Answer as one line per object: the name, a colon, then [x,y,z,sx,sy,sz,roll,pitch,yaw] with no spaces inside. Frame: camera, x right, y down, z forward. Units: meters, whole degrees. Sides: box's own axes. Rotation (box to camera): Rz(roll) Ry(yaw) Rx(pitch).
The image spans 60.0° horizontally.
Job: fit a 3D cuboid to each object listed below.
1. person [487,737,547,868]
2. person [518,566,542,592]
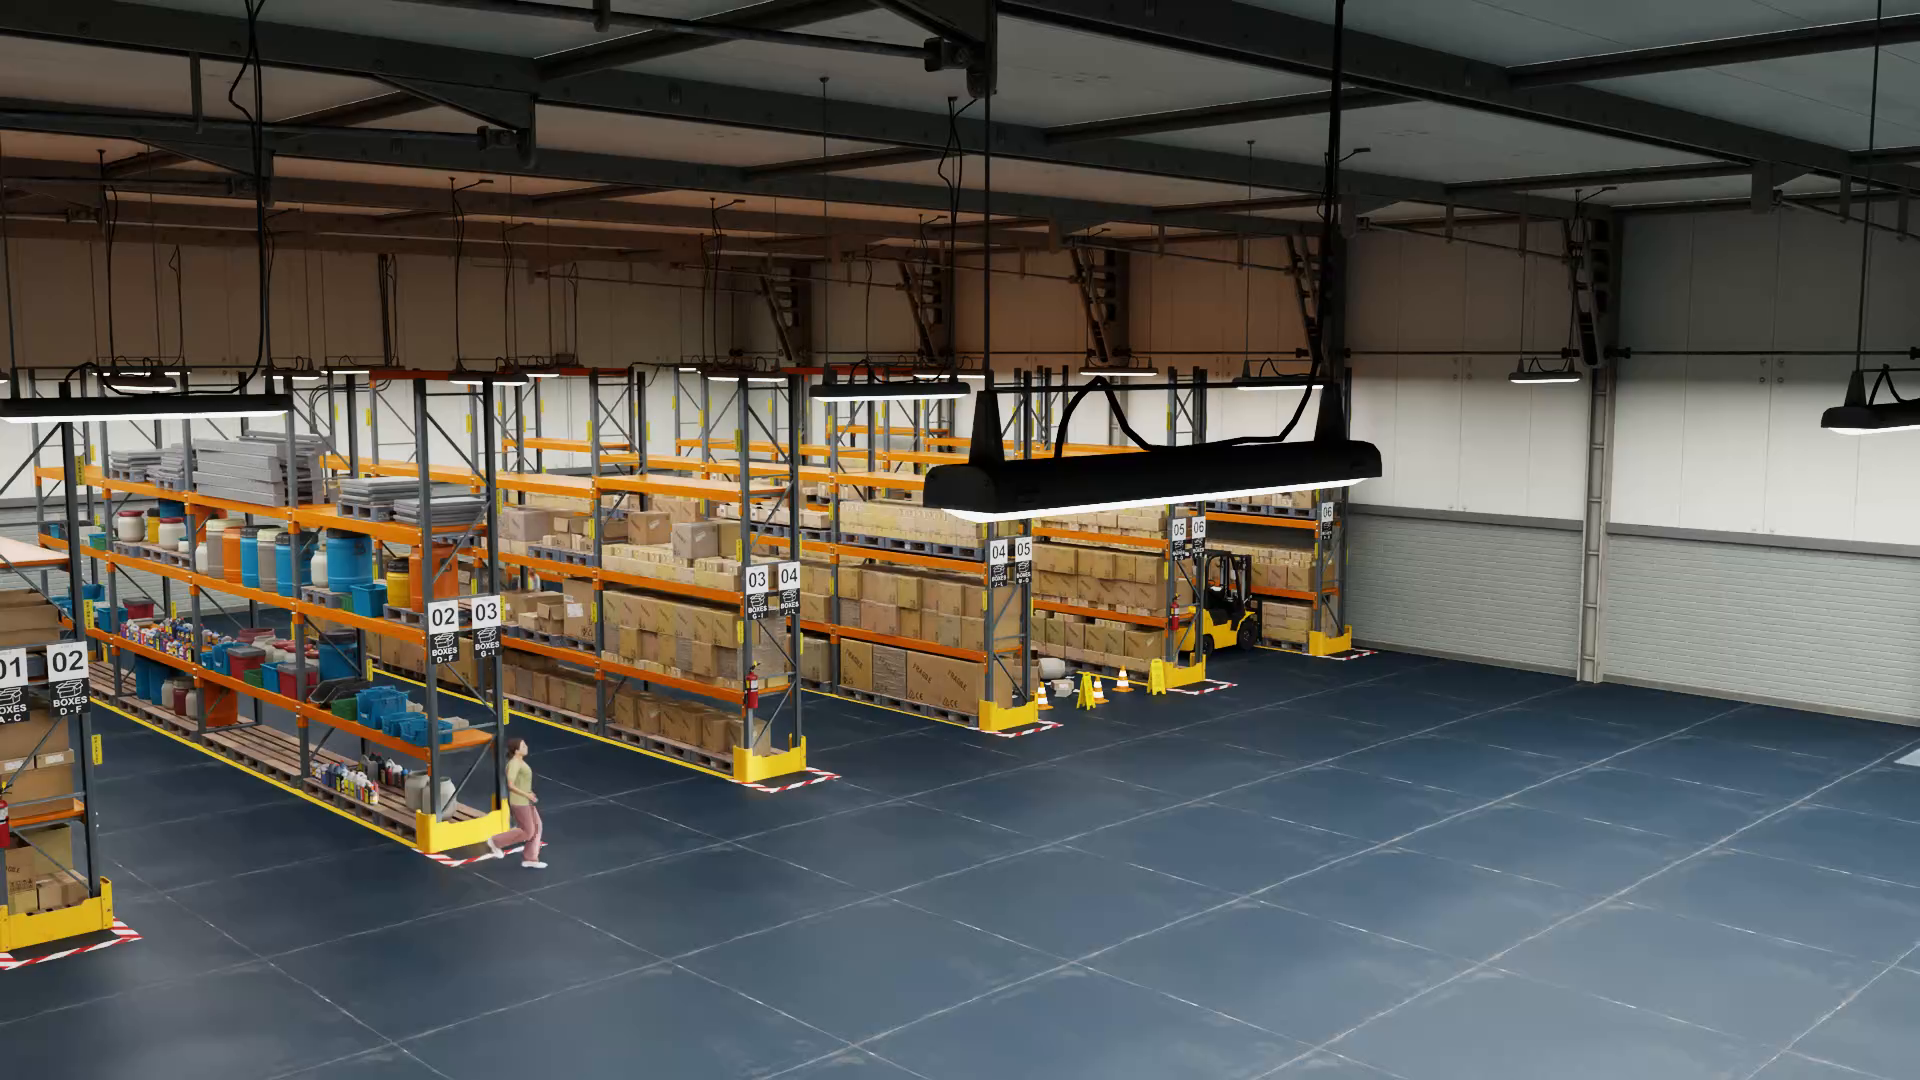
person: [-5.449,3.234,20.404,0.711,1.649,0.575,-1,7,-11]
person: [-9.286,1.385,35.989,0.842,1.839,0.680,6,9,41]
